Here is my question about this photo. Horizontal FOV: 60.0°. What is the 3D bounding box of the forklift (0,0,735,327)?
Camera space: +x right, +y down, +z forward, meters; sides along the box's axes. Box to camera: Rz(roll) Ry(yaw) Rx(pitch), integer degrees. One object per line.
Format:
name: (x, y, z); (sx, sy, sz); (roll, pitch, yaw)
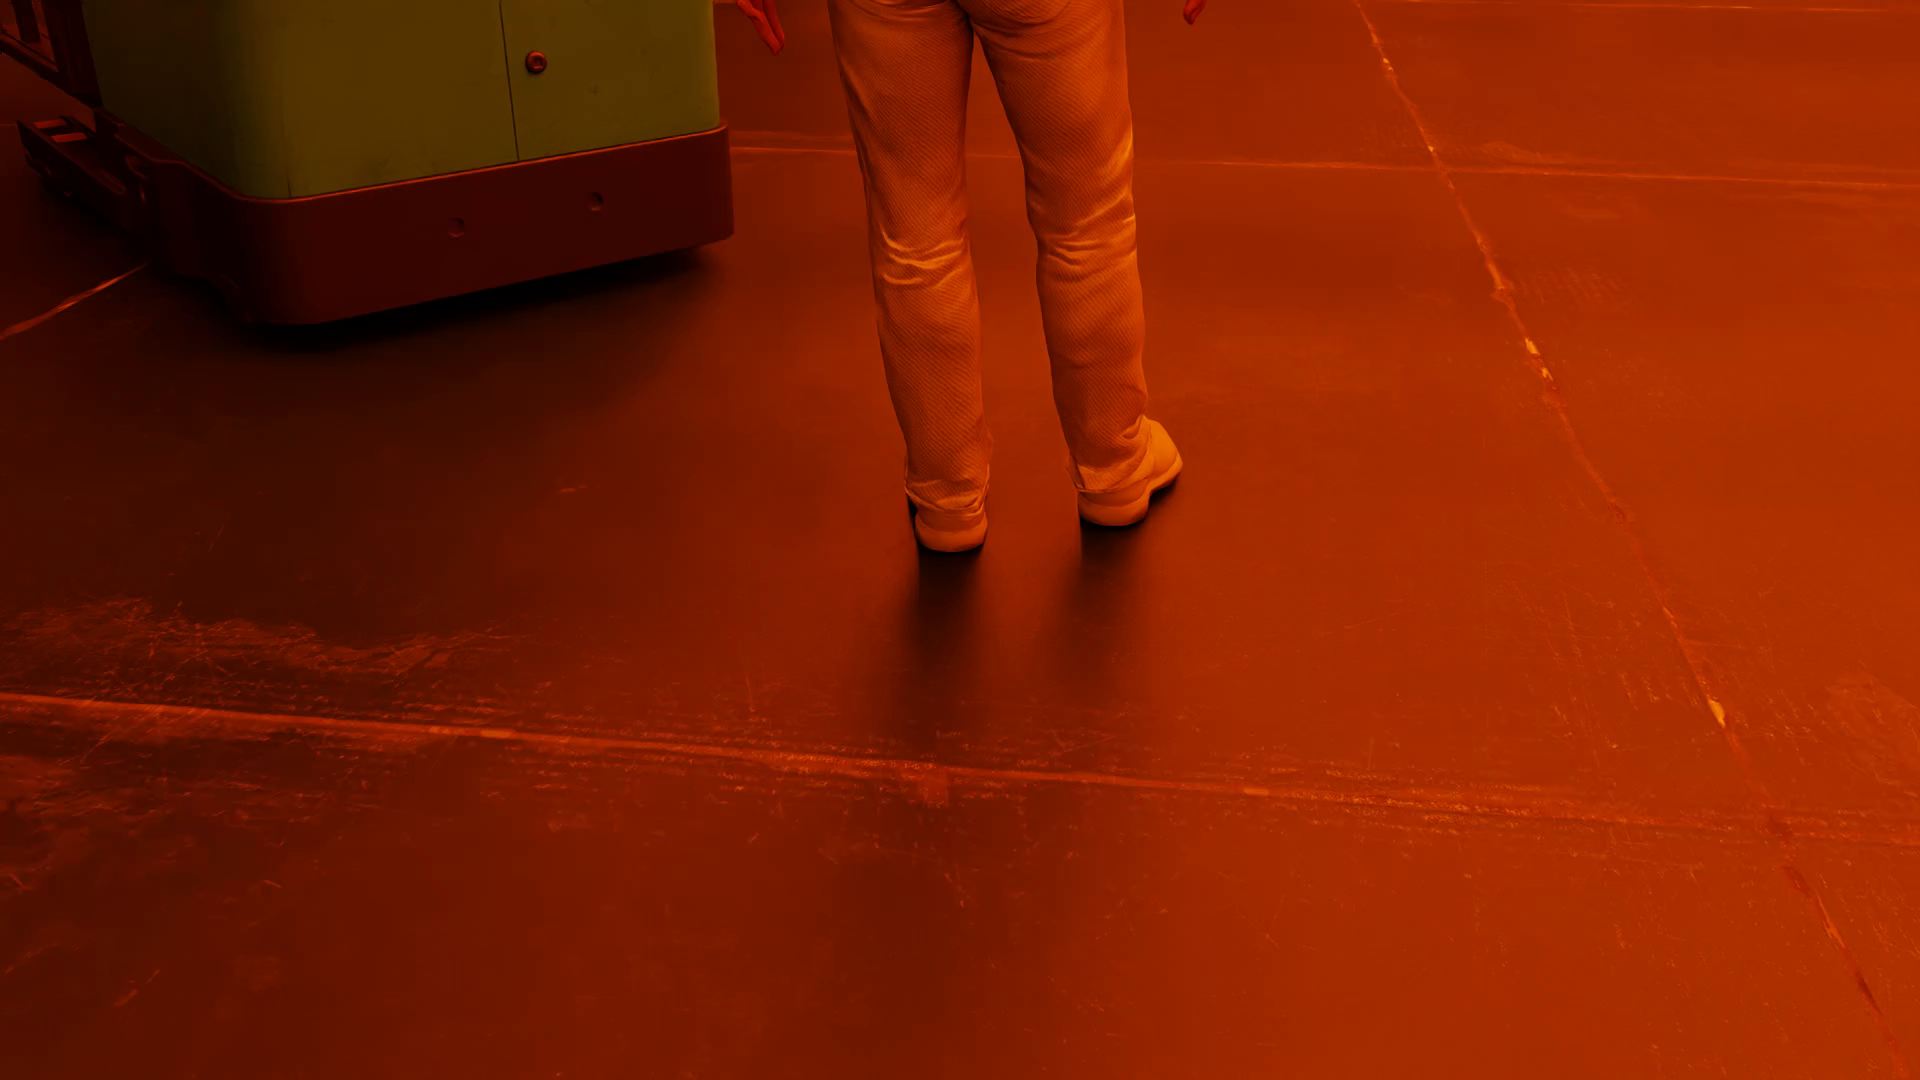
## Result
forklift: (-1.818, -2.307, 3.842); (1.130, 2.935, 3.031); (-20, 33, -34)

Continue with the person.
person: (0.015, -0.827, 2.163); (0.666, 1.765, 0.577); (3, 27, 7)
